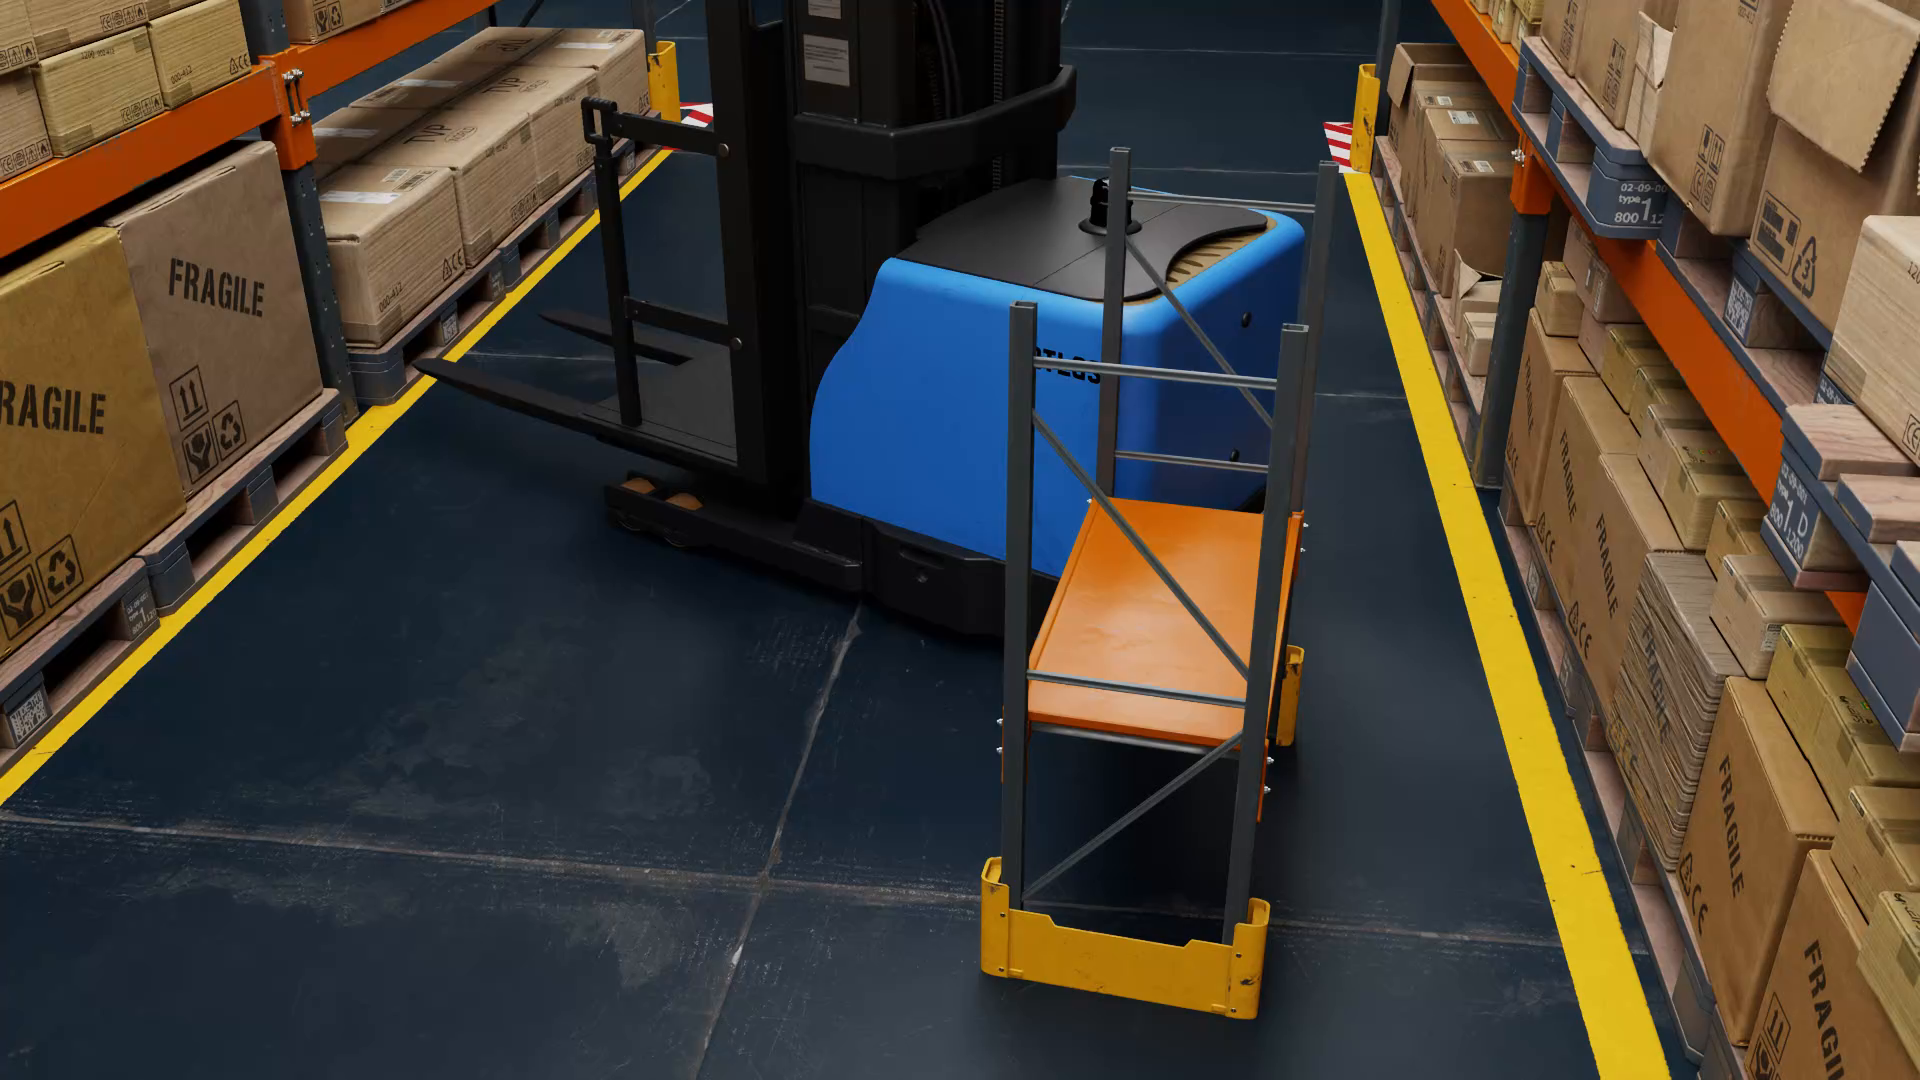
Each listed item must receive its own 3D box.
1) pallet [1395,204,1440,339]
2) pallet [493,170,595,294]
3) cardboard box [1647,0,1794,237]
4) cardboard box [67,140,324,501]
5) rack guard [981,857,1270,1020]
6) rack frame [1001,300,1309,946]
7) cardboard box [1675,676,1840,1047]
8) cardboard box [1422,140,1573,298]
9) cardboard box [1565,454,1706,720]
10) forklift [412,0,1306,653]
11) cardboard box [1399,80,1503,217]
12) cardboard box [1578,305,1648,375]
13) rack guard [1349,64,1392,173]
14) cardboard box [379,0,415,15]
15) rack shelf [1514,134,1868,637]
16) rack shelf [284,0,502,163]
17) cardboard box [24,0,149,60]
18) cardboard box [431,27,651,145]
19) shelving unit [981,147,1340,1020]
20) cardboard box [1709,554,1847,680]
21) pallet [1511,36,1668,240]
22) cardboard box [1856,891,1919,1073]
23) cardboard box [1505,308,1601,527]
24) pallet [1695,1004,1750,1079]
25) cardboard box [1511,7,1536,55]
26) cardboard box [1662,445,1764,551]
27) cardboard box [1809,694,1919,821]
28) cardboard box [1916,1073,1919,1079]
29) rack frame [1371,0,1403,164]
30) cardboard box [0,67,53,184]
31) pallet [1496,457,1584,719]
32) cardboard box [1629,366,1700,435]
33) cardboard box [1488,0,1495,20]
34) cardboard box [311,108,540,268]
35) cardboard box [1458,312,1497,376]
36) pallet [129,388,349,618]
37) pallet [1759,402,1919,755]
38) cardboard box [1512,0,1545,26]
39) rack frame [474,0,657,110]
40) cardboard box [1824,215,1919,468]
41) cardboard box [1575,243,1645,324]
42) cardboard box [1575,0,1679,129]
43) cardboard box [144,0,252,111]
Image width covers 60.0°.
[{"bbox_3d":[2.459,-1.158,7.176,1.003,0.211,1.213,3,28,6],"label":"pallet"},{"bbox_3d":[-2.382,-1.474,7.764,1.003,0.211,1.213,3,28,6],"label":"pallet"},{"bbox_3d":[1.786,-0.887,3.186,0.700,0.500,0.500,3,28,6],"label":"cardboard box"},{"bbox_3d":[-2.696,-0.726,5.232,0.875,0.875,0.875,4,29,8],"label":"cardboard box"},{"bbox_3d":[0.335,0.826,3.454,0.587,0.250,0.087,7,29,12],"label":"rack guard"},{"bbox_3d":[0.330,0.284,3.141,0.500,1.500,0.032,7,29,12],"label":"rack frame"},{"bbox_3d":[1.709,0.619,3.131,0.500,0.500,0.500,5,29,8],"label":"cardboard box"},{"bbox_3d":[2.278,-1.282,6.660,0.700,0.500,0.500,2,28,4],"label":"cardboard box"},{"bbox_3d":[1.824,0.130,4.039,0.500,0.500,0.500,3,28,5],"label":"cardboard box"},{"bbox_3d":[-0.521,-1.456,4.863,3.031,2.935,1.130,18,33,29],"label":"forklift"},{"bbox_3d":[2.405,-1.771,7.567,0.700,0.500,0.500,4,29,8],"label":"cardboard box"},{"bbox_3d":[1.962,-0.568,4.650,0.380,0.149,0.250,3,28,5],"label":"cardboard box"},{"bbox_3d":[2.708,-2.233,8.867,1.175,0.500,0.348,3,28,6],"label":"rack guard"},{"bbox_3d":[-2.316,-2.259,6.175,0.500,0.500,0.500,4,29,7],"label":"cardboard box"},{"bbox_3d":[1.982,-0.228,3.269,1.077,0.370,4.000,3,28,6],"label":"rack shelf"},{"bbox_3d":[-2.454,-2.398,7.296,1.077,0.370,4.000,3,28,6],"label":"rack shelf"},{"bbox_3d":[-2.566,-1.470,4.446,0.500,0.250,0.500,4,29,7],"label":"cardboard box"},{"bbox_3d":[-2.191,-2.396,8.794,0.875,0.438,0.875,2,28,4],"label":"cardboard box"},{"bbox_3d":[0.457,0.046,3.583,0.587,1.500,1.083,7,29,12],"label":"shelving unit"},{"bbox_3d":[1.737,0.157,3.305,0.380,0.149,0.250,2,28,4],"label":"cardboard box"},{"bbox_3d":[2.021,-1.032,4.205,1.003,0.211,1.213,3,28,6],"label":"pallet"},{"bbox_3d":[1.549,0.649,2.391,0.380,0.149,0.250,2,28,4],"label":"cardboard box"},{"bbox_3d":[1.945,-0.356,4.941,0.500,0.500,0.500,5,29,8],"label":"cardboard box"},{"bbox_3d":[1.866,1.275,2.661,1.003,0.211,1.213,3,28,6],"label":"pallet"},{"bbox_3d":[2.026,-1.664,5.441,0.380,0.149,0.250,4,29,8],"label":"cardboard box"},{"bbox_3d":[1.821,-0.084,3.753,0.380,0.149,0.250,4,29,8],"label":"cardboard box"},{"bbox_3d":[1.702,0.406,2.842,0.380,0.149,0.250,4,29,8],"label":"cardboard box"},{"bbox_3d":[1.576,1.101,2.237,0.500,0.500,0.500,4,29,8],"label":"cardboard box"},{"bbox_3d":[2.717,-3.369,8.341,1.000,3.000,0.127,3,28,6],"label":"rack frame"},{"bbox_3d":[-2.649,-1.005,4.111,0.500,0.250,0.500,3,28,5],"label":"cardboard box"},{"bbox_3d":[2.165,0.127,4.793,1.003,0.211,1.213,3,28,6],"label":"pallet"},{"bbox_3d":[1.922,-0.317,4.184,0.380,0.149,0.250,3,28,5],"label":"cardboard box"},{"bbox_3d":[2.093,-1.910,5.897,0.380,0.149,0.250,4,29,8],"label":"cardboard box"},{"bbox_3d":[-2.407,-1.540,7.205,0.875,0.438,0.875,3,28,5],"label":"cardboard box"},{"bbox_3d":[2.004,-0.695,5.941,0.380,0.149,0.250,3,28,5],"label":"cardboard box"},{"bbox_3d":[-2.719,-0.178,5.357,1.003,0.211,1.213,3,28,6],"label":"pallet"},{"bbox_3d":[1.750,0.158,1.996,1.213,0.211,1.003,3,28,6],"label":"pallet"},{"bbox_3d":[2.048,-1.805,5.282,0.500,0.250,0.500,4,29,7],"label":"cardboard box"},{"bbox_3d":[-2.209,-3.656,8.873,1.000,3.000,0.127,3,28,6],"label":"rack frame"},{"bbox_3d":[1.545,-0.238,2.244,0.500,0.250,0.500,2,28,4],"label":"cardboard box"},{"bbox_3d":[1.935,-0.709,4.598,0.380,0.149,0.250,2,28,4],"label":"cardboard box"},{"bbox_3d":[1.882,-1.257,3.872,0.700,0.500,0.500,4,29,7],"label":"cardboard box"},{"bbox_3d":[-2.504,-1.481,4.995,0.500,0.250,0.500,3,28,5],"label":"cardboard box"}]
